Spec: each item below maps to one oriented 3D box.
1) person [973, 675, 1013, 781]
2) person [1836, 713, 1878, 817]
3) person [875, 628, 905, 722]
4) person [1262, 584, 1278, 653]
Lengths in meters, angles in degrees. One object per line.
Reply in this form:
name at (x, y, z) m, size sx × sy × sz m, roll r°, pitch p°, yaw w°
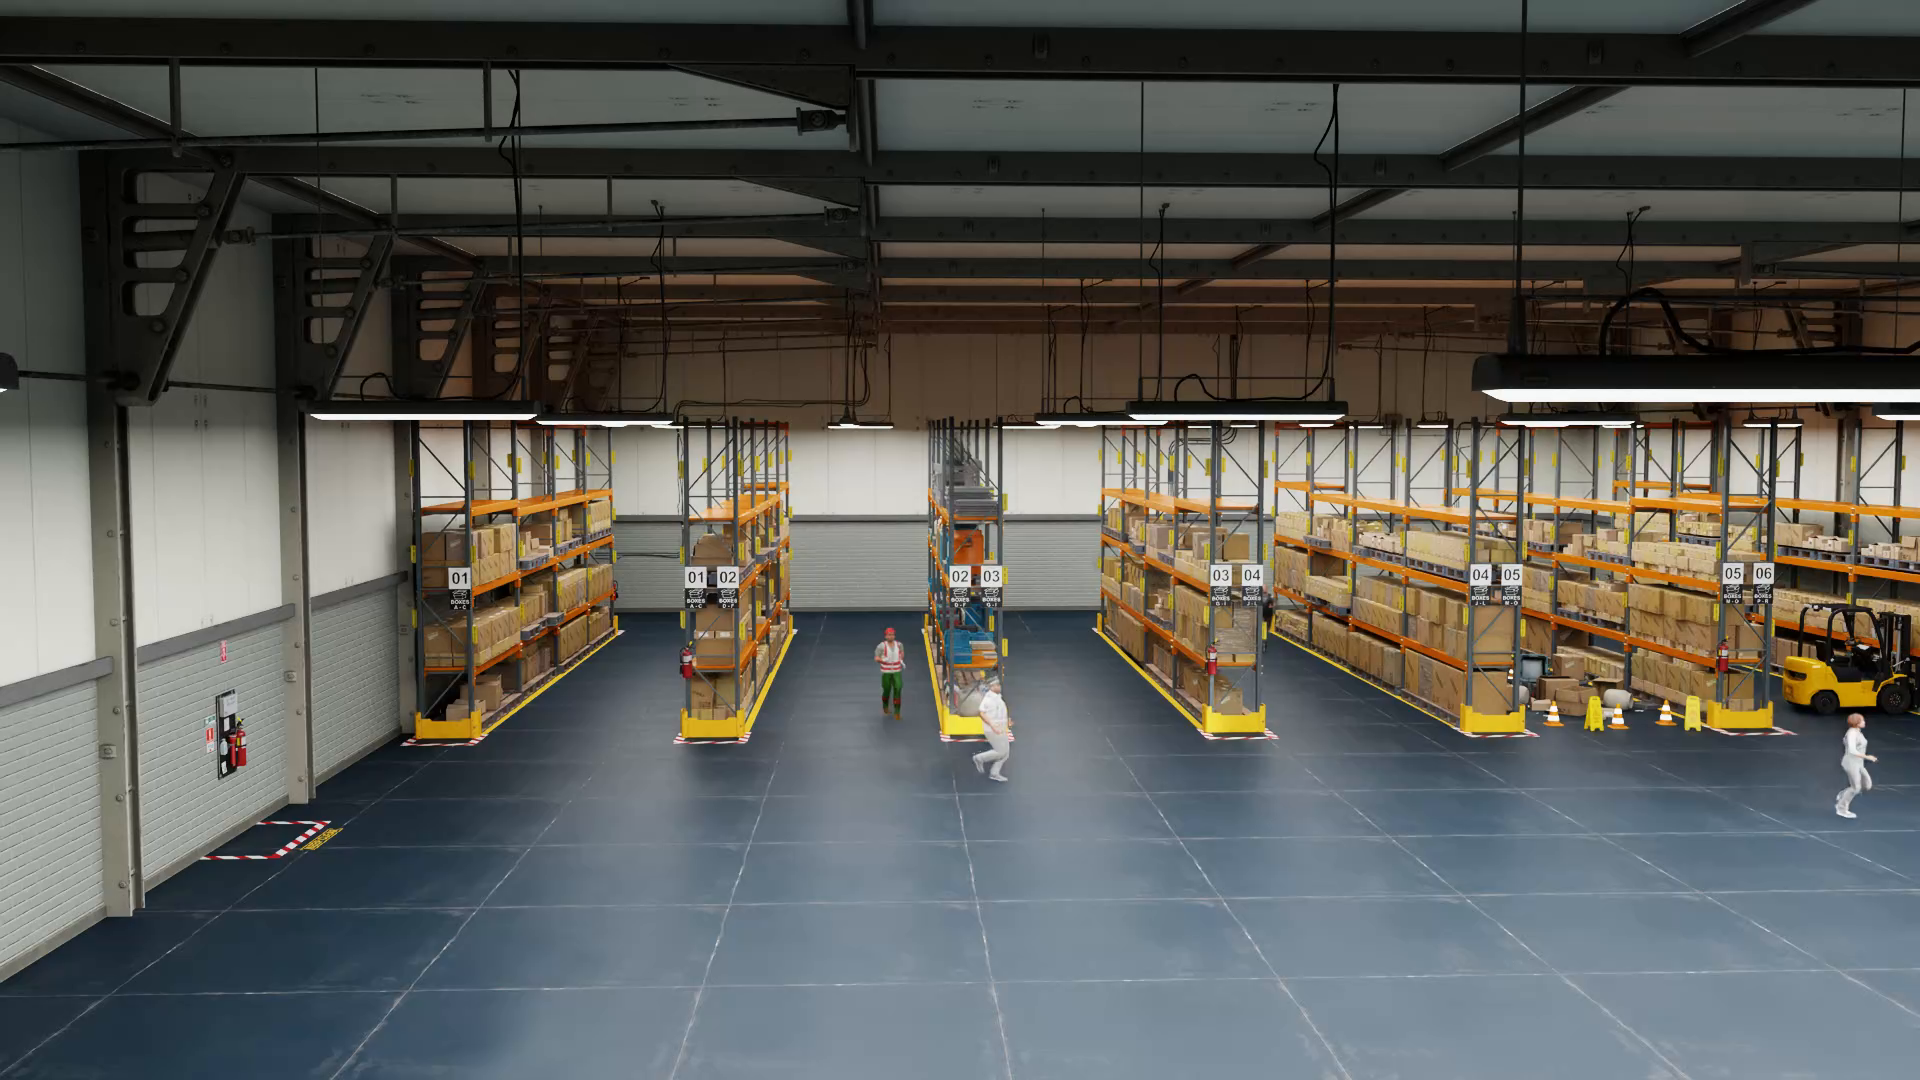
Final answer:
person at (0.570, 3.084, 27.271) m, size 0.546 × 1.746 × 0.665 m, roll 1°, pitch 4°, yaw 18°
person at (13.269, 3.330, 24.590) m, size 0.545 × 1.559 × 0.566 m, roll 3°, pitch 5°, yaw 36°
person at (-1.389, 2.656, 33.124) m, size 0.642 × 1.833 × 0.893 m, roll -1°, pitch 4°, yaw -14°
person at (7.978, 2.028, 43.431) m, size 0.641 × 1.749 × 0.892 m, roll 0°, pitch 4°, yaw 3°
